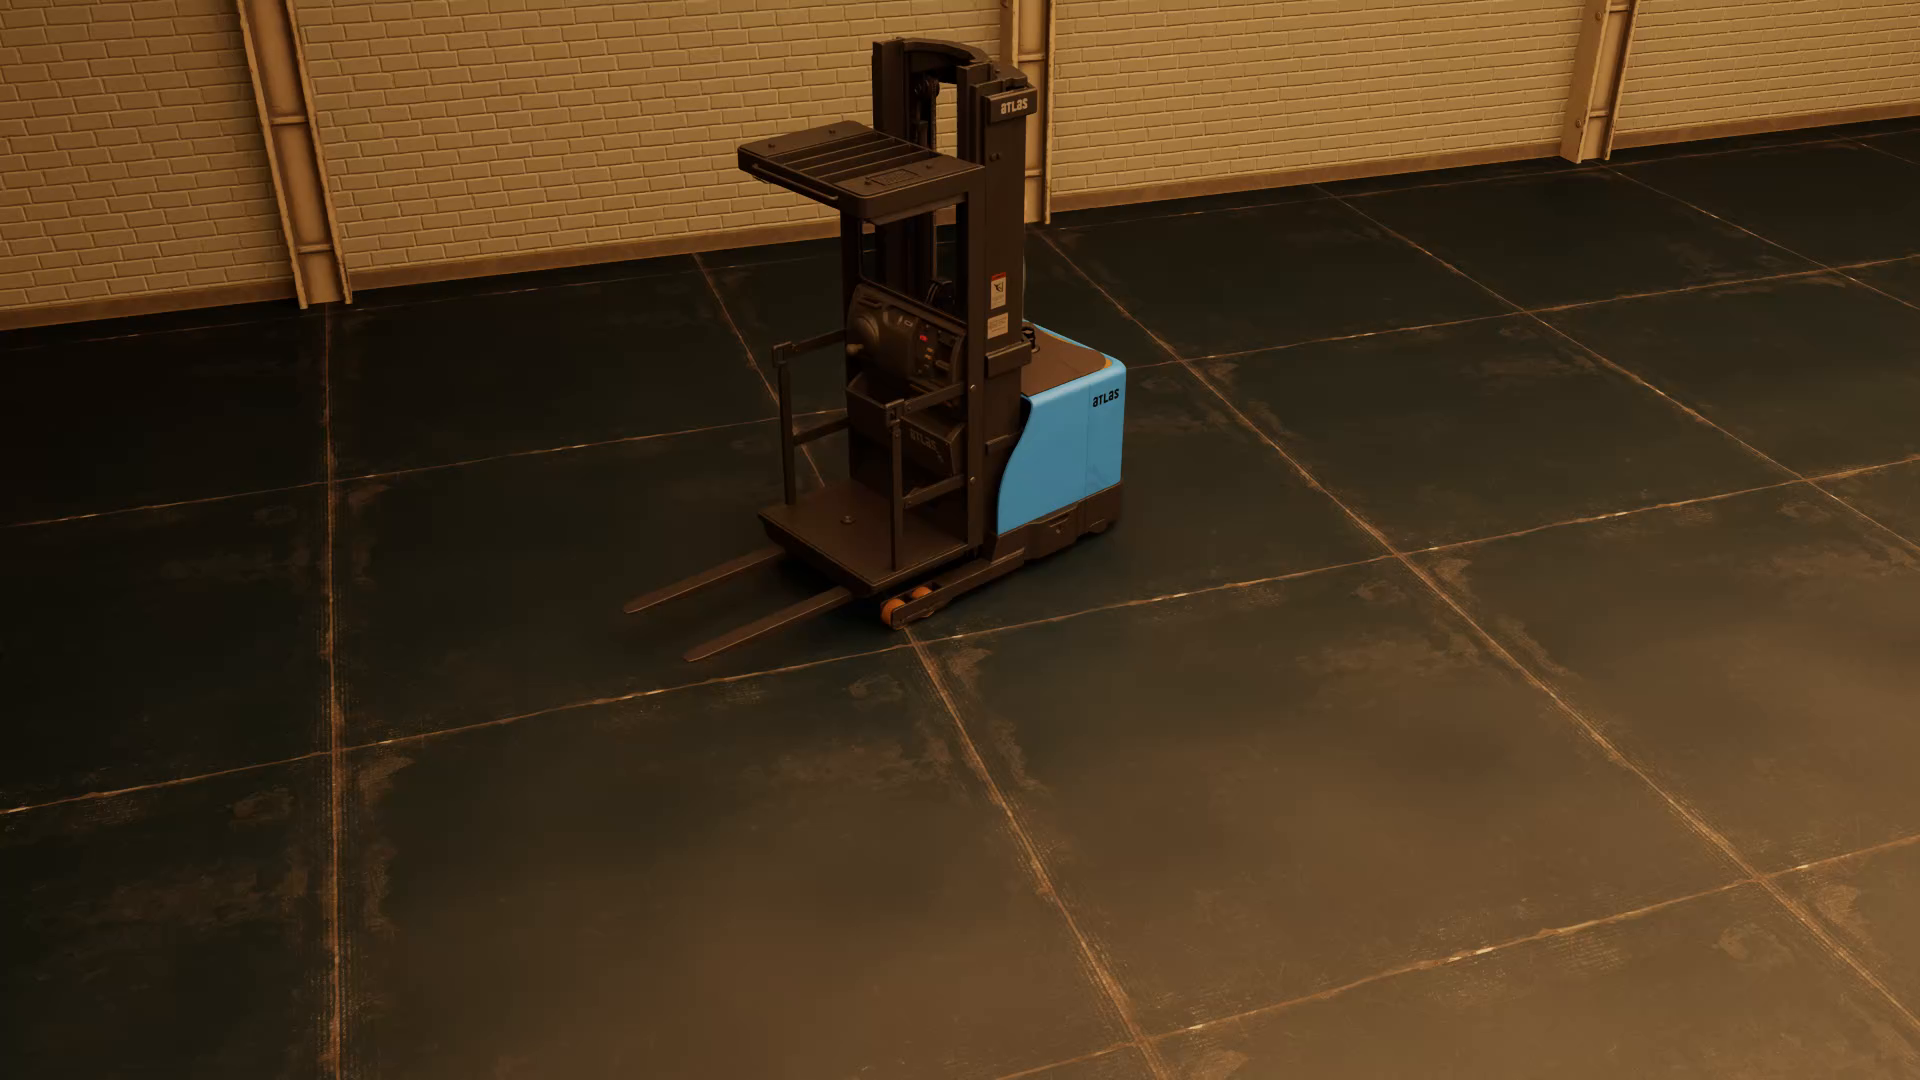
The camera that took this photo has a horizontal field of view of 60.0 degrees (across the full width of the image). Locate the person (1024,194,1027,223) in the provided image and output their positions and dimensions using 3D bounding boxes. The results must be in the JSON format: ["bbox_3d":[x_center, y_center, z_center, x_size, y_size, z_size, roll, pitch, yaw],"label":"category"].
[{"bbox_3d":[0.333,-2.340,12.334,0.462,1.755,0.684,-2,30,-3],"label":"person"}]

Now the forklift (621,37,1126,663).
[{"bbox_3d":[-0.461,-1.072,8.951,3.031,2.935,1.130,-23,37,-34],"label":"forklift"}]
